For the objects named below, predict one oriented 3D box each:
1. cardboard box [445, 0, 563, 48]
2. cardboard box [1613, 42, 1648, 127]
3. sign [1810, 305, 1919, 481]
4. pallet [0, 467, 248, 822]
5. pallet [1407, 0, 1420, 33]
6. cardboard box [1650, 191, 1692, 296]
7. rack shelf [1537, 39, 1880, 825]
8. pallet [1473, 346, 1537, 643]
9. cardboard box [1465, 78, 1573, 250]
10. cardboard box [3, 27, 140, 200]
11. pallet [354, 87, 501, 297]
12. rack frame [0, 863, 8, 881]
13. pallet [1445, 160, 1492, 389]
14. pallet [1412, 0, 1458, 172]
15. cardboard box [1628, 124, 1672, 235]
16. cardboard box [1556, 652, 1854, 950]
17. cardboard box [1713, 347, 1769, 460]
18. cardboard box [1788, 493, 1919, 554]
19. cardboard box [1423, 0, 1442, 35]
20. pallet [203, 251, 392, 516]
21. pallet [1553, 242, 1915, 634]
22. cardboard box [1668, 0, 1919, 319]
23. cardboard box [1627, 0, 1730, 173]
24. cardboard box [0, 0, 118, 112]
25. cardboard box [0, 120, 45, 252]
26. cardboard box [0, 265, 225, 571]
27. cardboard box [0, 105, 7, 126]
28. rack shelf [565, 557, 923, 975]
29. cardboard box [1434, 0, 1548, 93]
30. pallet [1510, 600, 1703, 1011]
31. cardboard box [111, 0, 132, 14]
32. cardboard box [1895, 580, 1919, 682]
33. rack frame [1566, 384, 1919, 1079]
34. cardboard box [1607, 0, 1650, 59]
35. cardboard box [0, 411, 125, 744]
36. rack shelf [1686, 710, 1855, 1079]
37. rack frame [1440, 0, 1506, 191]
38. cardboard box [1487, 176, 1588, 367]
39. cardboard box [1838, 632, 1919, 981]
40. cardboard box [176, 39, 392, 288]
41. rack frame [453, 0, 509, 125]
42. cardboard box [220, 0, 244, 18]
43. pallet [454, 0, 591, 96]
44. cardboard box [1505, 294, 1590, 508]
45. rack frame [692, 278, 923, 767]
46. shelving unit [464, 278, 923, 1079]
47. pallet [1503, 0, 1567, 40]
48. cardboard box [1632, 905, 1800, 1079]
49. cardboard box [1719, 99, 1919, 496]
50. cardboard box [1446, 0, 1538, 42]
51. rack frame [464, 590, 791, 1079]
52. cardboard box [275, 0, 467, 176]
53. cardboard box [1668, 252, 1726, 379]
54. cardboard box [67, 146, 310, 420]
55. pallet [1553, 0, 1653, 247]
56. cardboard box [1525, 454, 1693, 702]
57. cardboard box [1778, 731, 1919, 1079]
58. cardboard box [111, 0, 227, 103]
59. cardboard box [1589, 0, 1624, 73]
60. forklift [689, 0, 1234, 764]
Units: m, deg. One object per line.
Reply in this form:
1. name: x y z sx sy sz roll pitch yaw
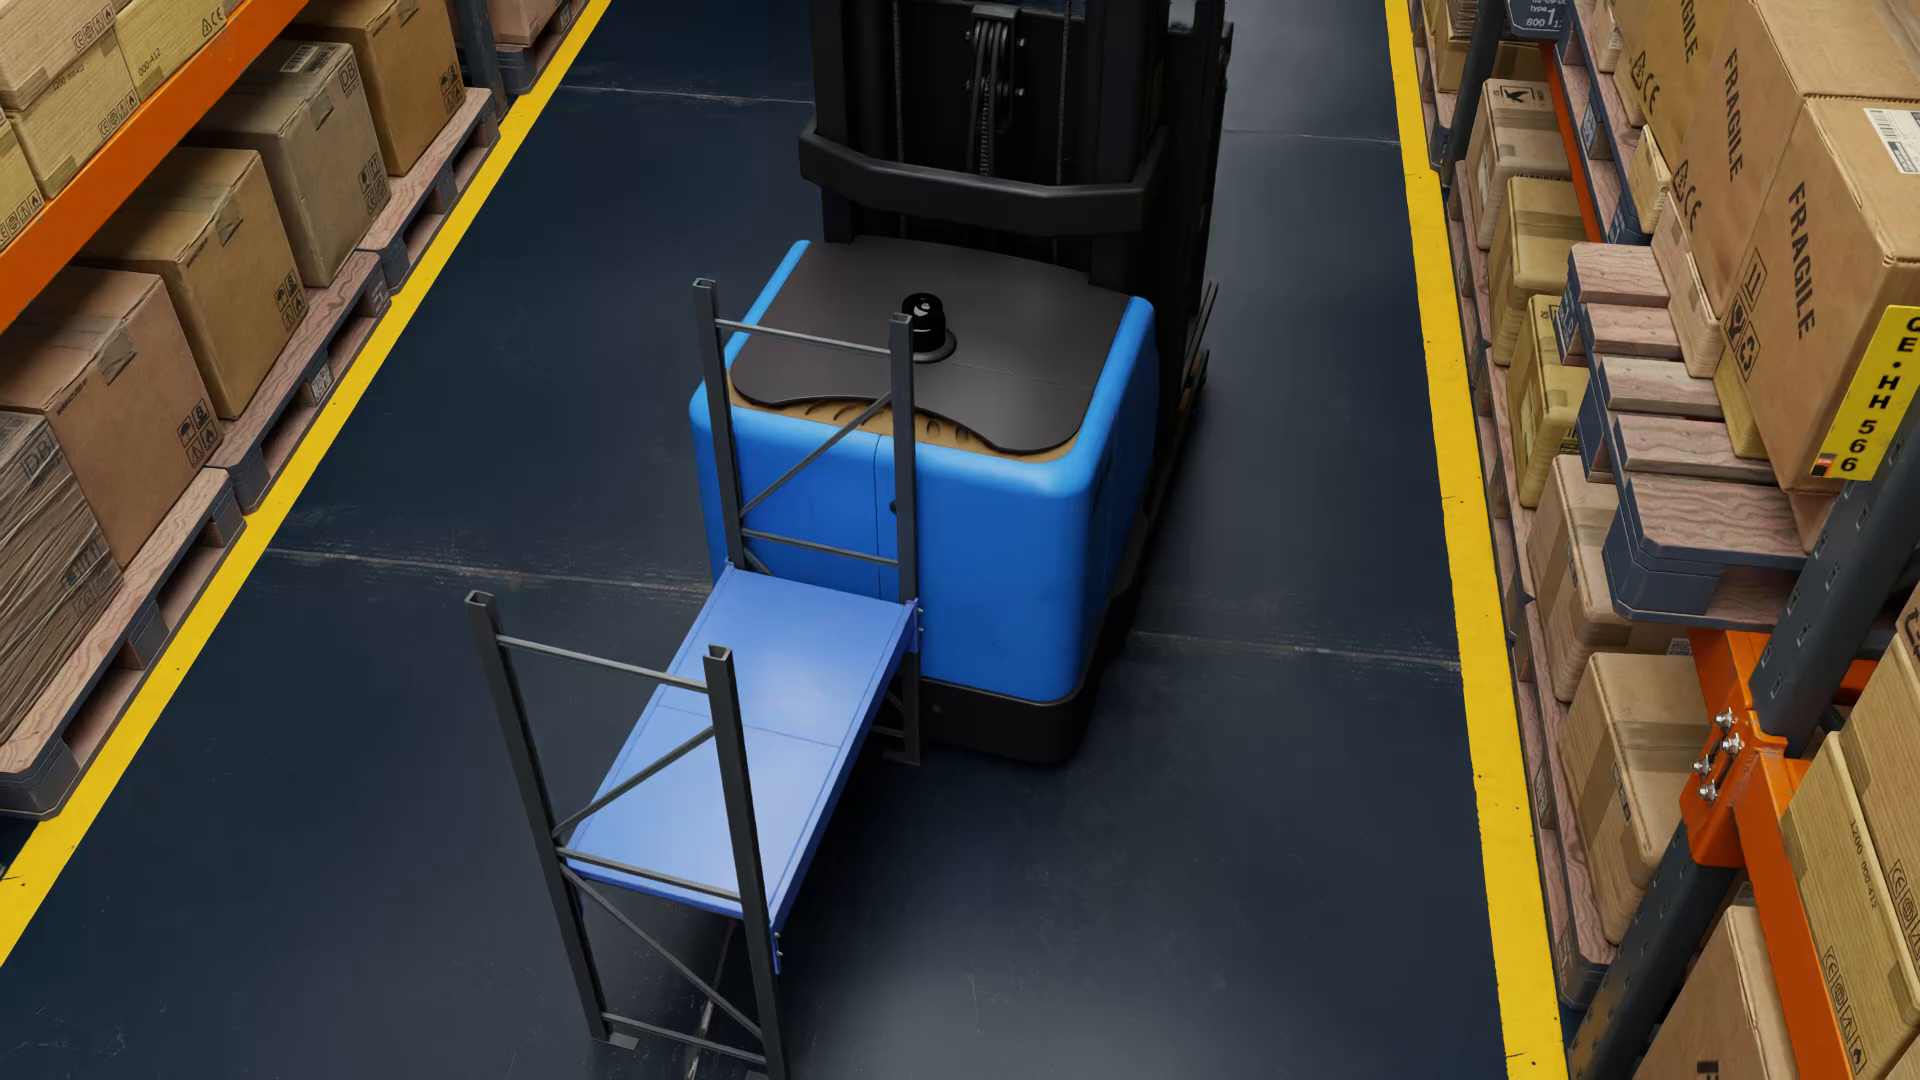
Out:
1. cardboard box: -2.068 -2.410 7.308 0.500 0.250 0.500 6 44 6
2. cardboard box: 1.868 -1.151 4.161 0.380 0.149 0.250 4 44 4
3. sign: 1.392 -0.216 2.512 0.100 0.325 0.005 5 44 6
4. pallet: -2.842 0.225 4.859 1.003 0.211 1.213 5 44 6
5. pallet: 2.673 -2.790 8.043 1.003 0.211 1.213 5 44 6
6. cardboard box: 1.735 -0.624 3.604 0.380 0.149 0.250 3 44 4
7. rack shelf: 2.196 -0.883 4.525 1.077 0.370 4.000 5 44 6
8. pallet: 2.200 -0.131 5.234 1.003 0.211 1.213 5 44 6
9. cardboard box: 2.393 -1.348 6.098 0.950 0.372 0.625 6 44 6
10. cardboard box: -2.556 -1.150 4.392 0.500 0.250 0.500 4 44 4
11. pallet: -2.519 -1.438 6.615 1.003 0.211 1.213 5 44 6
12. rack frame: -2.989 -0.230 3.312 1.000 3.000 0.127 5 44 6
13. pallet: 2.359 -0.964 6.115 1.003 0.211 1.213 5 44 6
14. pallet: 2.514 -1.956 7.162 1.003 0.211 1.213 5 44 6
15. cardboard box: 1.758 -0.812 3.804 0.380 0.149 0.250 6 44 6
16. cardboard box: 2.016 0.636 4.003 0.950 0.372 0.625 3 43 3
17. cardboard box: 1.705 -0.277 3.238 0.380 0.149 0.250 6 44 6
18. cardboard box: 1.741 -0.088 3.038 0.380 0.149 0.250 7 44 7
19. cardboard box: 2.332 -2.453 7.353 0.500 0.250 0.500 4 44 4
20. pallet: -2.678 -0.604 5.735 1.003 0.211 1.213 5 44 6
21. pallet: 1.920 -0.207 3.427 1.213 0.211 1.003 5 44 6
22. cardboard box: 1.773 -0.767 3.284 0.500 0.500 0.500 5 44 5
23. cardboard box: 1.839 -1.111 3.647 0.500 0.500 0.500 3 43 3
24. cardboard box: -2.534 -1.334 4.222 0.500 0.250 0.500 4 44 4
25. cardboard box: -2.617 -0.798 4.021 0.500 0.250 0.500 4 44 5
26. cardboard box: -2.815 -0.390 4.902 0.875 0.625 0.625 7 44 7
27. cardboard box: -2.621 -0.979 3.847 0.500 0.250 0.500 7 44 7
28. rack shelf: -0.492 0.488 3.905 0.538 0.185 1.000 12 45 12
29. cardboard box: 2.272 -2.089 6.969 0.500 0.250 0.500 7 44 7
30. pallet: 2.036 0.698 4.359 1.003 0.211 1.213 5 44 6
31. cardboard box: -2.491 -1.684 4.593 0.500 0.250 0.500 6 44 6
32. cardboard box: 1.624 0.133 2.128 0.500 0.500 0.500 4 44 4
33. rack frame: 1.931 0.218 2.838 1.000 3.000 0.127 5 44 6
34. cardboard box: 1.912 -1.483 4.040 0.500 0.500 0.500 4 44 4
35. cardboard box: -2.893 0.056 4.431 0.875 0.625 0.625 7 44 7
36. rack shelf: 1.667 1.843 1.646 1.077 0.370 4.000 5 44 6
37. rack frame: 2.460 -2.508 5.717 1.000 3.000 0.127 5 44 6
38. cardboard box: 2.302 -0.858 5.580 0.950 0.372 0.625 8 44 8
39. cardboard box: 1.620 0.414 2.376 0.500 0.250 0.500 5 44 5
40. cardboard box: -2.628 -1.362 5.928 0.875 0.625 0.625 5 44 5
41. rack frame: -2.460 -2.956 6.191 1.000 3.000 0.127 5 44 6
42. cardboard box: -2.425 -1.856 5.137 0.500 0.250 0.500 5 44 6
43. pallet: -2.314 -2.482 7.718 1.003 0.211 1.213 5 44 6
44. cardboard box: 2.211 -0.384 5.080 0.950 0.372 0.625 7 44 7
45. rack frame: -0.346 0.023 4.135 0.500 1.500 0.032 12 45 12
46. shelving unit: -0.492 0.358 3.781 0.538 1.500 1.048 12 45 12
47. pallet: 2.215 -1.930 5.247 1.003 0.211 1.213 5 44 6
48. cardboard box: 1.758 1.301 2.935 0.875 0.875 0.875 5 44 5
49. cardboard box: 1.716 -0.414 2.911 0.500 0.500 0.500 4 44 4
50. cardboard box: 2.272 -2.362 6.712 0.500 0.500 0.500 5 44 5
51. rack frame: -0.637 0.693 3.428 0.500 1.500 0.032 12 45 12
52. cardboard box: -2.518 -1.890 6.486 0.875 0.625 0.625 7 44 7
53. cardboard box: 1.694 -0.453 3.424 0.380 0.149 0.250 5 44 5
54. cardboard box: -2.726 -0.849 5.387 0.875 0.625 0.625 4 44 4
55. pallet: 2.153 -1.065 4.332 1.003 0.211 1.213 5 44 6
56. cardboard box: 2.106 0.132 4.534 0.950 0.372 0.625 4 44 5
57. cardboard box: 1.617 0.583 2.561 0.500 0.250 0.500 5 44 5
58. cardboard box: -2.485 -1.503 4.765 0.500 0.250 0.500 7 44 7
59. cardboard box: 1.874 -1.335 4.356 0.380 0.149 0.250 7 44 7
60. forklift: 0.227 -1.488 4.690 1.130 2.935 3.031 12 45 12
